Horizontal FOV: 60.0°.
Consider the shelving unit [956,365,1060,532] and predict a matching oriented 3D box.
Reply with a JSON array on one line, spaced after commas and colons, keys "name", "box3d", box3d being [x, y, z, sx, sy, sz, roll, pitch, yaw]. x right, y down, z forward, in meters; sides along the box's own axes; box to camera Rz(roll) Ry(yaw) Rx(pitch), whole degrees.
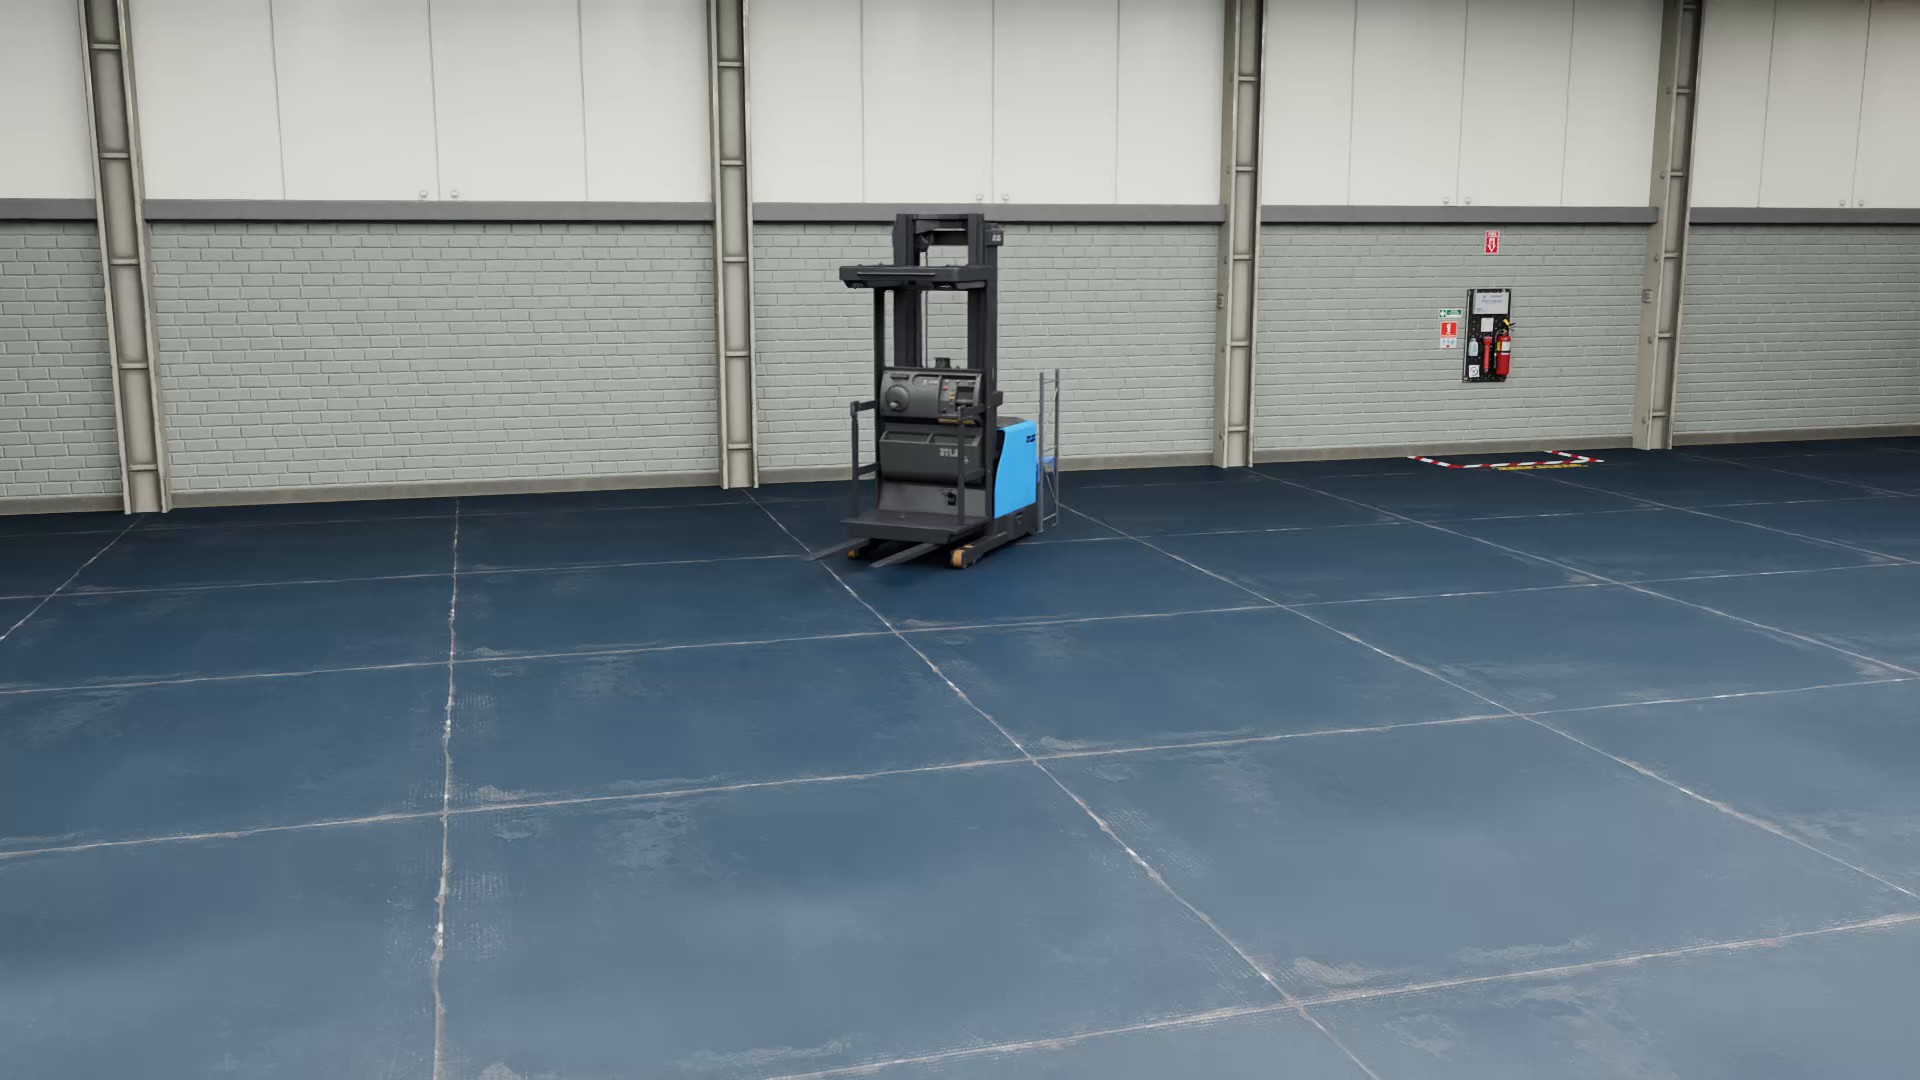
[{"name": "shelving unit", "box3d": [0.370, -0.886, 15.922, 1.048, 1.500, 0.538, 4, 11, 21]}]

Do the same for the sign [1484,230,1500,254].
[{"name": "sign", "box3d": [6.643, -3.719, 20.767, 0.199, 0.298, 0.001, -3, 11, -16]}]

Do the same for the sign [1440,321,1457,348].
[{"name": "sign", "box3d": [6.119, -2.570, 20.827, 0.234, 0.329, 0.001, -3, 11, -16]}]

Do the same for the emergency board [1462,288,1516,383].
[{"name": "emergency board", "box3d": [6.679, -2.563, 20.885, 0.643, 1.169, 0.194, -3, 11, -16]}]

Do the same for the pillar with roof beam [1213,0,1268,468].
[{"name": "pillar with roof beam", "box3d": [4.504, -4.579, 15.270, 0.400, 9.000, 9.100, -3, 11, -16]}]

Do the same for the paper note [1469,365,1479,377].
[{"name": "paper note", "box3d": [6.489, -2.132, 20.981, 0.142, 0.148, 0.016, -3, 11, -16]}]

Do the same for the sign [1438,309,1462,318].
[{"name": "sign", "box3d": [6.126, -2.829, 20.772, 0.331, 0.109, 0.001, -3, 11, -16]}]

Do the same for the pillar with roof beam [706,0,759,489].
[{"name": "pillar with roof beam", "box3d": [-1.257, -4.276, 13.621, 0.400, 9.000, 9.100, -3, 11, -16]}]

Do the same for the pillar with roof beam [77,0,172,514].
[{"name": "pillar with roof beam", "box3d": [-7.017, -3.972, 11.972, 0.400, 9.000, 9.100, -3, 11, -16]}]

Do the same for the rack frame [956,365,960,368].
[{"name": "rack frame", "box3d": [-0.102, -0.921, 16.107, 0.032, 1.500, 0.500, 4, 11, 21]}]

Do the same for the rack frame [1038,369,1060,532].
[{"name": "rack frame", "box3d": [0.842, -0.852, 15.736, 0.032, 1.500, 0.500, 4, 11, 21]}]

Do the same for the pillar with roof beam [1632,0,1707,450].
[{"name": "pillar with roof beam", "box3d": [10.265, -4.883, 16.920, 0.400, 9.000, 9.100, -3, 11, -16]}]

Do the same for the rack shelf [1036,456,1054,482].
[{"name": "rack shelf", "box3d": [0.370, -0.709, 15.954, 1.000, 0.185, 0.538, 4, 11, 21]}]

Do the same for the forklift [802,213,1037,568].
[{"name": "forklift", "box3d": [-0.337, -1.289, 14.158, 1.130, 2.935, 3.031, 5, 11, 23]}]
